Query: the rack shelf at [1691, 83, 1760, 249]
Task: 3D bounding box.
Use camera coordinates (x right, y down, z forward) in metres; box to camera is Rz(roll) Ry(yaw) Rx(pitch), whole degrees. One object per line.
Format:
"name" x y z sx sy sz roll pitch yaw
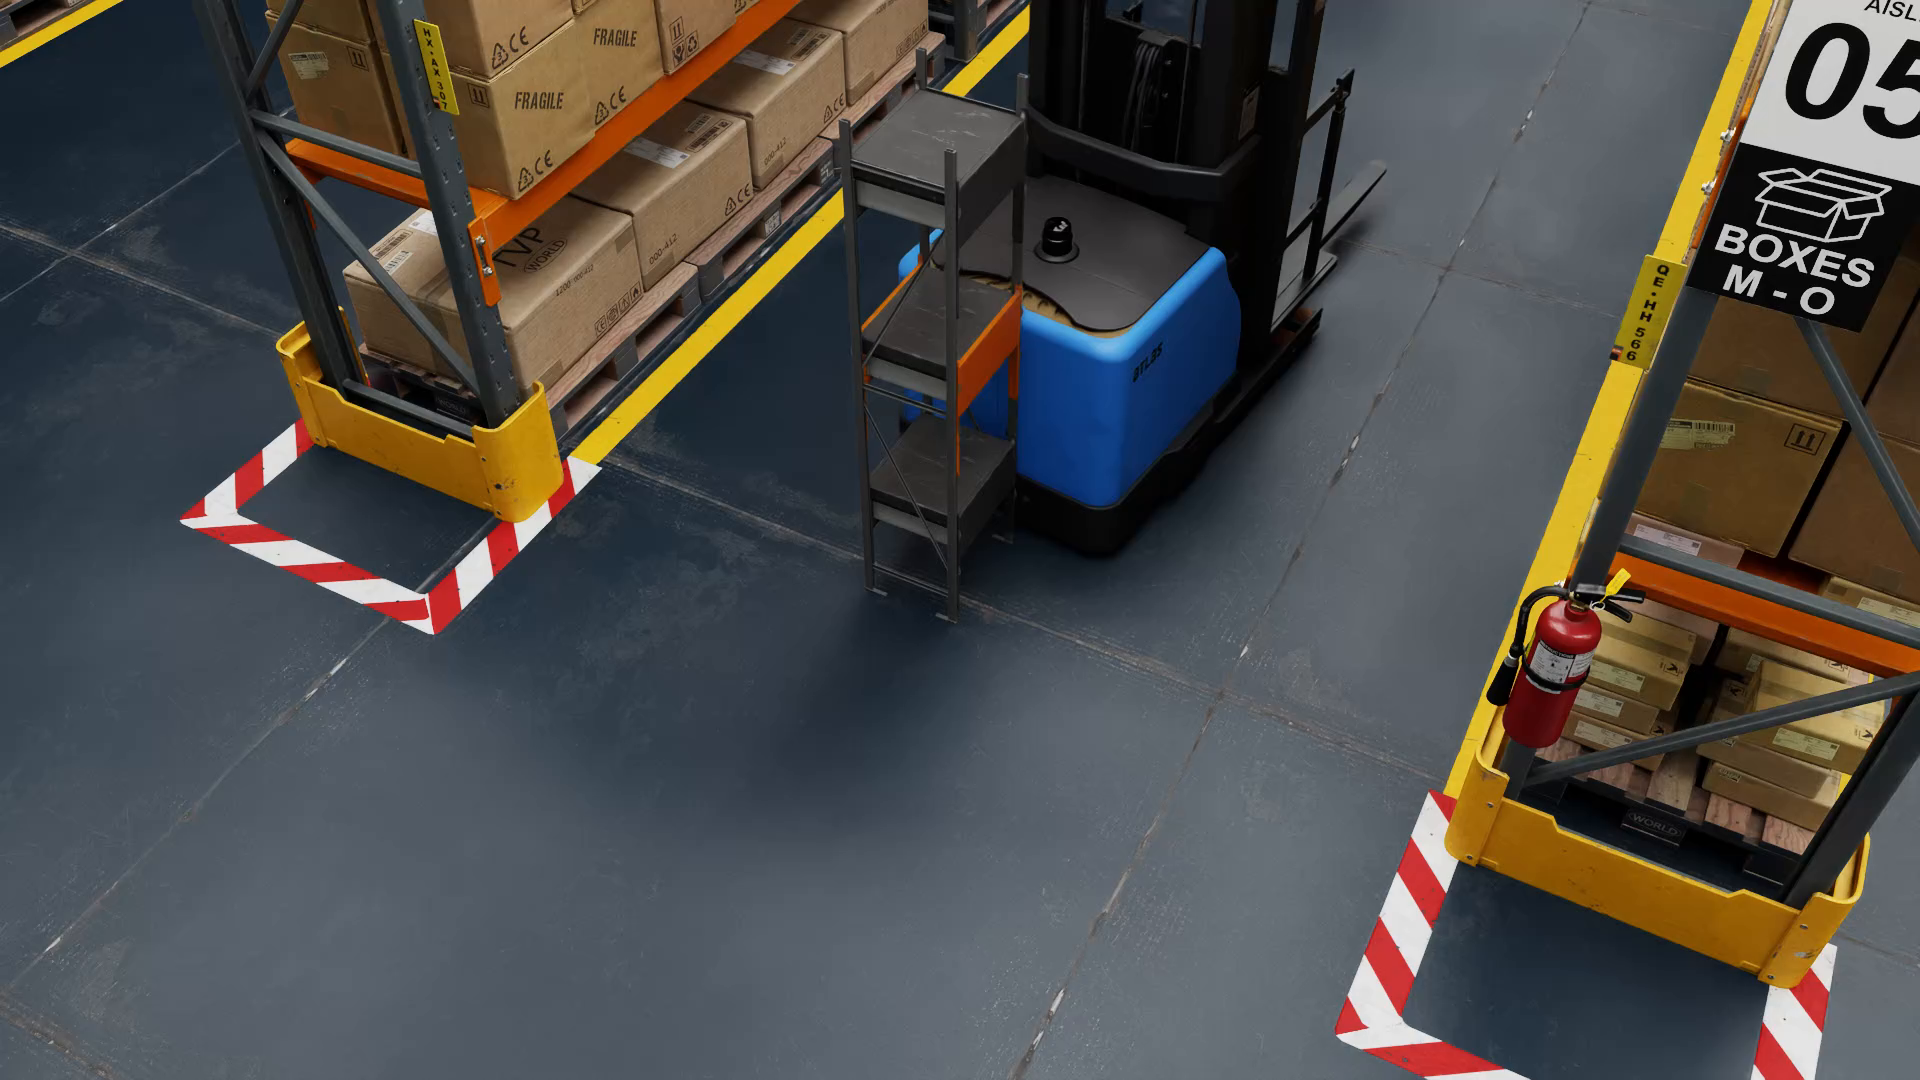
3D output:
"rack shelf" 3.132 -1.914 4.929 1.077 0.370 4.000 20 49 19

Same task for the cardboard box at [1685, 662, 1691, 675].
"cardboard box" 2.365 0.324 5.821 0.380 0.149 0.250 19 48 18

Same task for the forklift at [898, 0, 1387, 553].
"forklift" 0.998 -1.998 6.663 1.130 2.935 3.031 26 51 24

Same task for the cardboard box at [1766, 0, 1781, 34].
"cardboard box" 2.907 -1.698 5.337 0.500 0.500 0.500 19 48 18

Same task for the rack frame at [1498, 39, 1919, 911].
"rack frame" 2.203 0.148 4.495 1.000 3.000 0.127 20 49 19

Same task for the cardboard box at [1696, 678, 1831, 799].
"cardboard box" 2.674 0.652 5.496 0.380 0.149 0.250 22 49 21

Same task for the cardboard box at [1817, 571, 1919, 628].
"cardboard box" 2.644 0.140 4.679 0.380 0.149 0.250 20 49 19

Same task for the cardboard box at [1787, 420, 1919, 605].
"cardboard box" 2.656 -0.184 4.543 0.500 0.500 0.500 23 50 21

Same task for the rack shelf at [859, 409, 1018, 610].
"rack shelf" -0.077 -0.132 6.408 0.431 0.518 0.480 20 49 19

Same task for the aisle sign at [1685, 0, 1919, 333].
"aisle sign" 1.904 -0.819 3.623 0.394 0.787 0.004 20 49 19

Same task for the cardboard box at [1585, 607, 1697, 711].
"cardboard box" 2.225 0.376 5.561 0.380 0.149 0.250 21 49 19

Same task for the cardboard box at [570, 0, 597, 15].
"cardboard box" -1.519 -2.346 6.186 0.500 0.500 0.500 19 48 18

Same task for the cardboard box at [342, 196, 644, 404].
"cardboard box" -2.010 -1.119 7.253 0.875 0.438 0.875 19 48 18

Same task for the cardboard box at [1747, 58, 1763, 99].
"cardboard box" 2.431 -1.033 4.680 0.500 0.500 0.500 19 48 18

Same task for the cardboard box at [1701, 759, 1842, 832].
"cardboard box" 2.730 0.778 5.582 0.380 0.149 0.250 21 49 20

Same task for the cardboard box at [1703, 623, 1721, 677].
"cardboard box" 2.888 0.427 5.928 0.380 0.149 0.250 21 49 19

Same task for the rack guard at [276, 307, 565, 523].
"rack guard" -2.239 -0.529 6.922 1.175 0.500 0.348 20 49 19

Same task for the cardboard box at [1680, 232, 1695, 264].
"cardboard box" 3.483 -1.227 7.563 0.380 0.149 0.250 22 49 20

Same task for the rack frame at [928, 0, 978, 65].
"rack frame" -0.371 -3.943 8.538 1.000 3.000 0.127 20 49 19

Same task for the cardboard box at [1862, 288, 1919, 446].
"cardboard box" 2.647 -0.539 4.191 0.500 0.500 0.500 20 49 19

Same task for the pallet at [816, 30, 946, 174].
"pallet" -0.793 -2.510 9.082 1.003 0.211 1.213 20 49 19

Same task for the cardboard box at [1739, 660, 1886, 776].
"cardboard box" 2.747 0.575 5.364 0.380 0.149 0.250 18 48 17

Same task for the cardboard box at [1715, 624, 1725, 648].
"cardboard box" 2.886 0.315 5.830 0.380 0.149 0.250 21 49 20

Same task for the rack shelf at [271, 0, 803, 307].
"rack shelf" -1.300 -2.430 7.549 1.077 0.370 4.000 20 49 19

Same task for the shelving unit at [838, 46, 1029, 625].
"shelving unit" -0.077 -0.634 5.900 0.431 2.100 0.503 20 49 19

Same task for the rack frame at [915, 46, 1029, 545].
"rack frame" 0.036 -0.788 6.052 0.400 2.100 0.015 20 49 19

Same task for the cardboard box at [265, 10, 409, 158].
"cardboard box" -2.238 -1.850 6.399 0.500 0.500 0.500 21 49 19

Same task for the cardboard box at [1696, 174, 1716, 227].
"cardboard box" 2.895 -1.316 5.663 0.500 0.500 0.500 23 50 21

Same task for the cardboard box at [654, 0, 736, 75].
"cardboard box" -1.289 -2.308 6.852 0.500 0.500 0.500 20 49 19

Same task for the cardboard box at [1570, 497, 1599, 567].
"cardboard box" 2.400 0.031 5.901 0.380 0.149 0.250 19 48 18

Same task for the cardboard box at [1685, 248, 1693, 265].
"cardboard box" 2.428 -0.683 5.037 0.500 0.500 0.500 20 49 18

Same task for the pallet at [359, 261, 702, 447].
"pallet" -1.926 -0.972 7.563 1.003 0.211 1.213 20 49 19

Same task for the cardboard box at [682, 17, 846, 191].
"cardboard box" -1.173 -2.266 8.386 0.875 0.438 0.875 19 48 18

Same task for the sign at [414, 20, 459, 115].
"sign" -1.739 -1.568 5.527 0.100 0.325 0.005 20 49 19

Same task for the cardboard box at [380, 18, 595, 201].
"cardboard box" -1.751 -1.666 6.217 0.500 0.500 0.500 20 49 19

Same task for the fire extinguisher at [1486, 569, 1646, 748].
"fire extinguisher" 1.678 0.312 4.649 0.296 0.674 0.183 20 49 19

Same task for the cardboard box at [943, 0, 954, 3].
"cardboard box" -0.154 -3.761 9.556 0.875 0.875 0.875 22 49 20
